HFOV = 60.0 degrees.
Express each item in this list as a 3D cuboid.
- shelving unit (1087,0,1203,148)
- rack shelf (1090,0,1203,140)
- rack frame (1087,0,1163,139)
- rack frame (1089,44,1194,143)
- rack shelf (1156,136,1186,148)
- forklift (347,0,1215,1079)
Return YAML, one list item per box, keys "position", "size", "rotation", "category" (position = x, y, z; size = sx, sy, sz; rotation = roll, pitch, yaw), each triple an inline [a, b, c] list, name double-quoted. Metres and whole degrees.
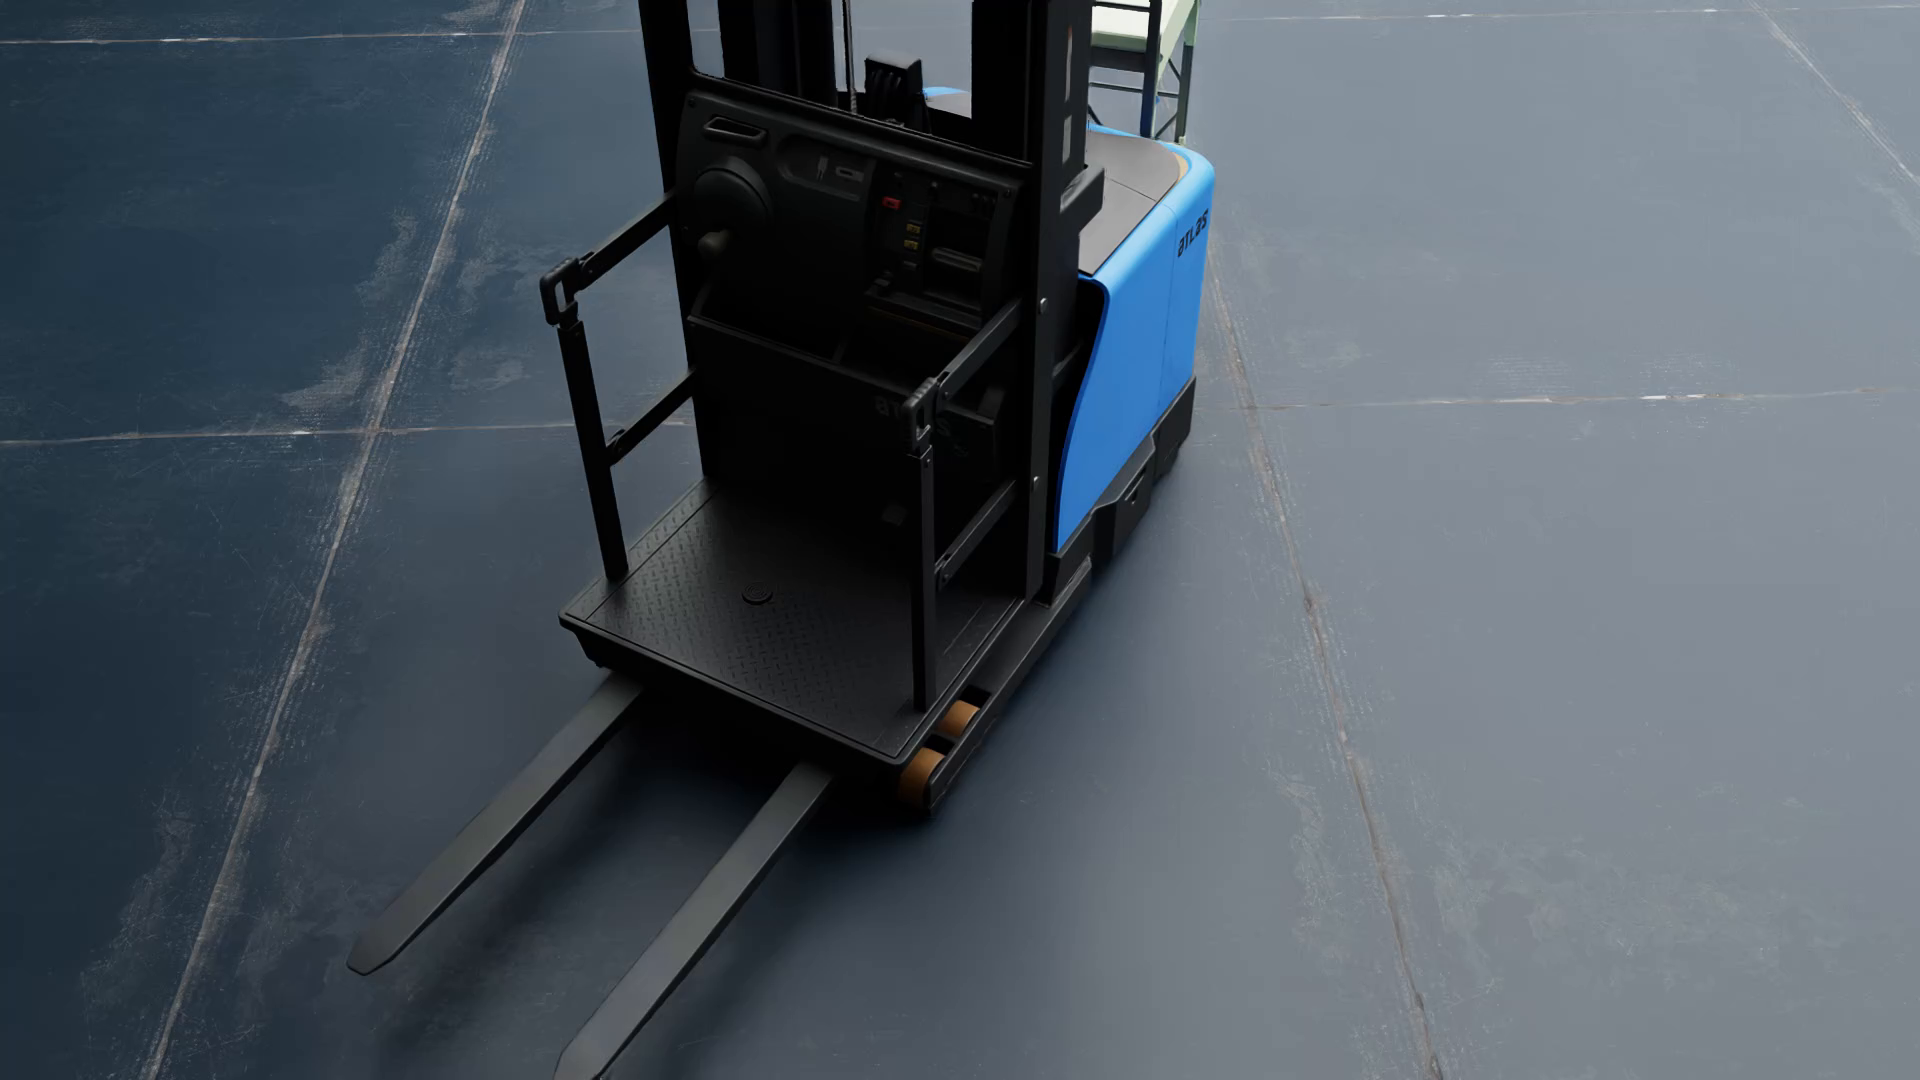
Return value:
- position: [0.504, -1.351, 5.613]
  size: [0.431, 1.500, 0.755]
  rotation: [11, 44, 12]
  category: "shelving unit"
- position: [0.504, -1.638, 5.350]
  size: [0.431, 0.370, 0.720]
  rotation: [11, 44, 12]
  category: "rack shelf"
- position: [0.399, -1.114, 5.355]
  size: [0.400, 1.500, 0.023]
  rotation: [11, 44, 12]
  category: "rack frame"
- position: [0.610, -1.587, 5.872]
  size: [0.400, 1.500, 0.023]
  rotation: [11, 44, 12]
  category: "rack frame"
- position: [0.504, -1.110, 5.834]
  size: [0.431, 0.370, 0.720]
  rotation: [11, 44, 12]
  category: "rack shelf"
- position: [-0.391, -0.715, 3.861]
  size: [1.130, 2.935, 3.031]
  rotation: [21, 46, 21]
  category: "forklift"
